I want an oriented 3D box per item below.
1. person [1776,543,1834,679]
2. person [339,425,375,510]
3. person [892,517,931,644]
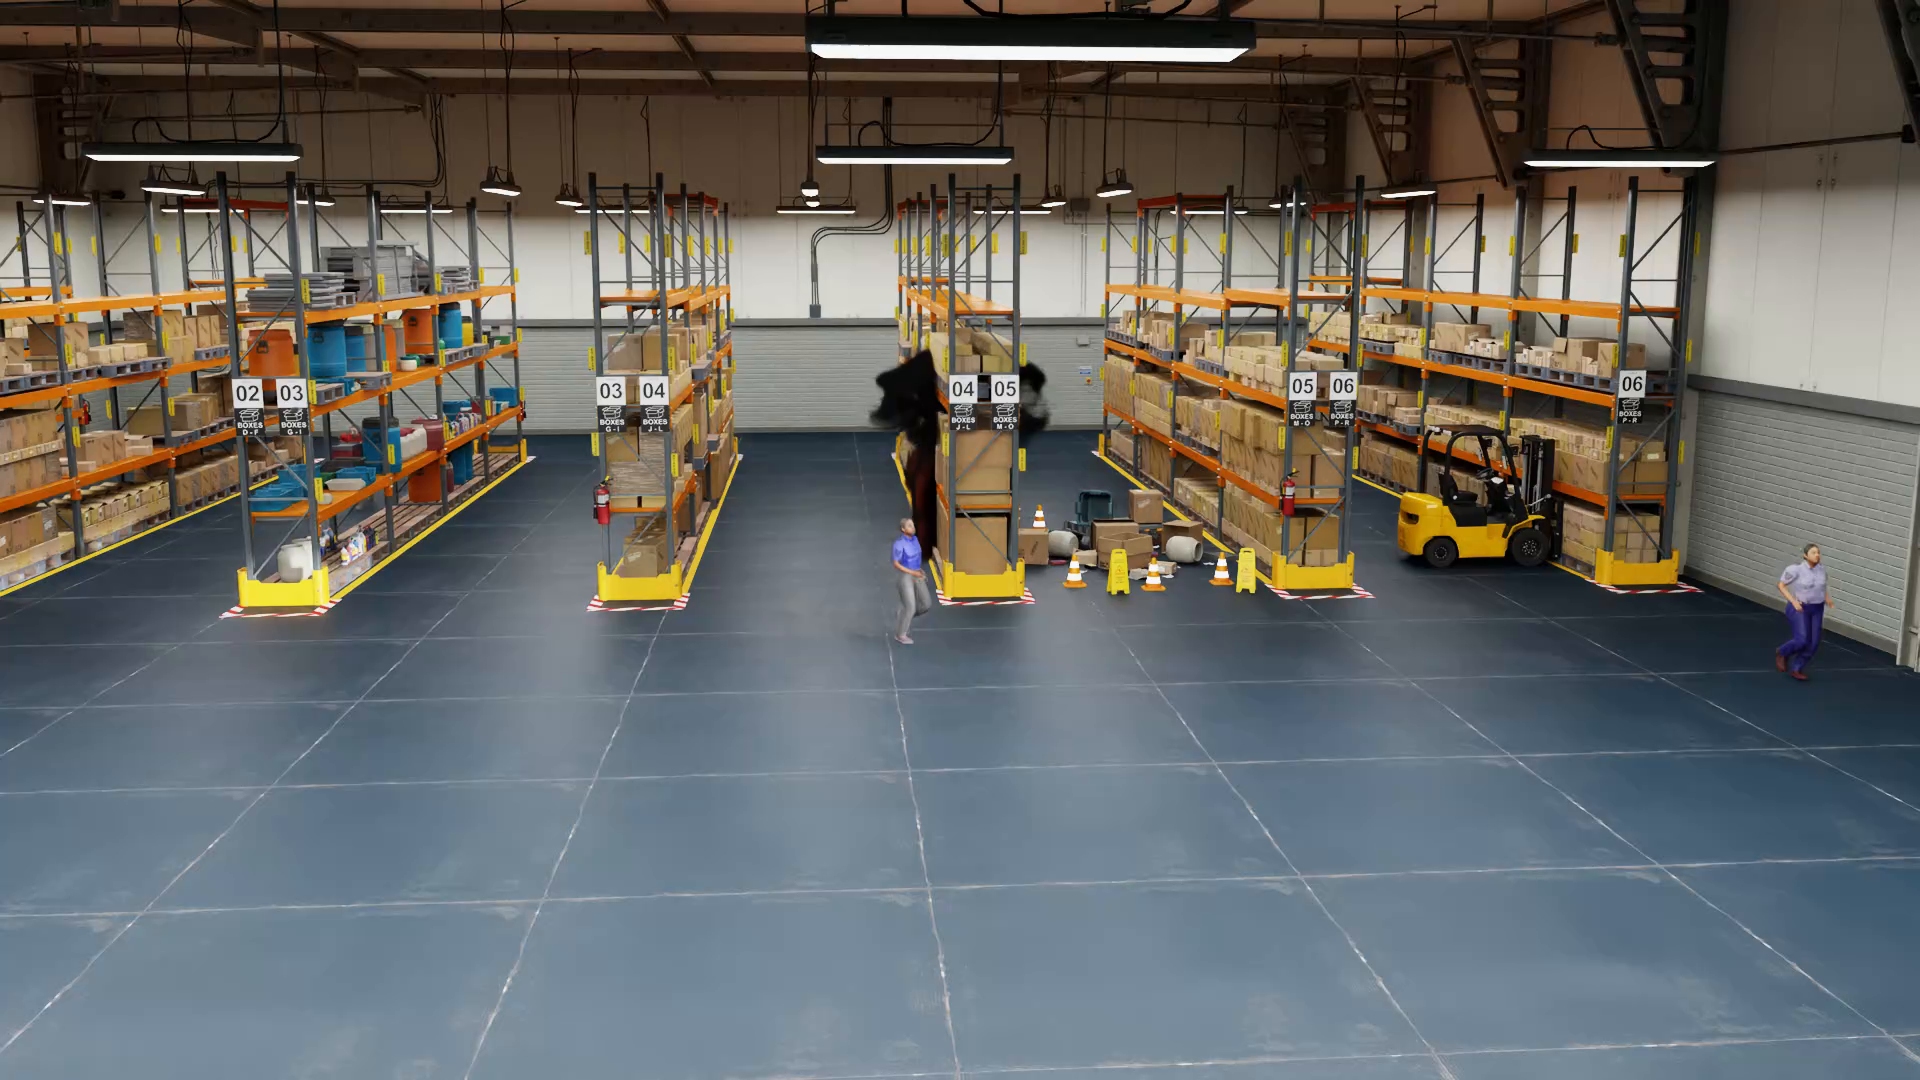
[{"bbox_3d":[9.848,0.841,19.356,0.574,1.587,0.541,-2,10,-9],"label":"person"},{"bbox_3d":[-11.643,-1.443,32.308,0.705,1.695,1.008,-1,10,-4],"label":"person"},{"bbox_3d":[-0.608,0.522,21.175,0.559,1.612,0.577,8,13,37],"label":"person"}]
